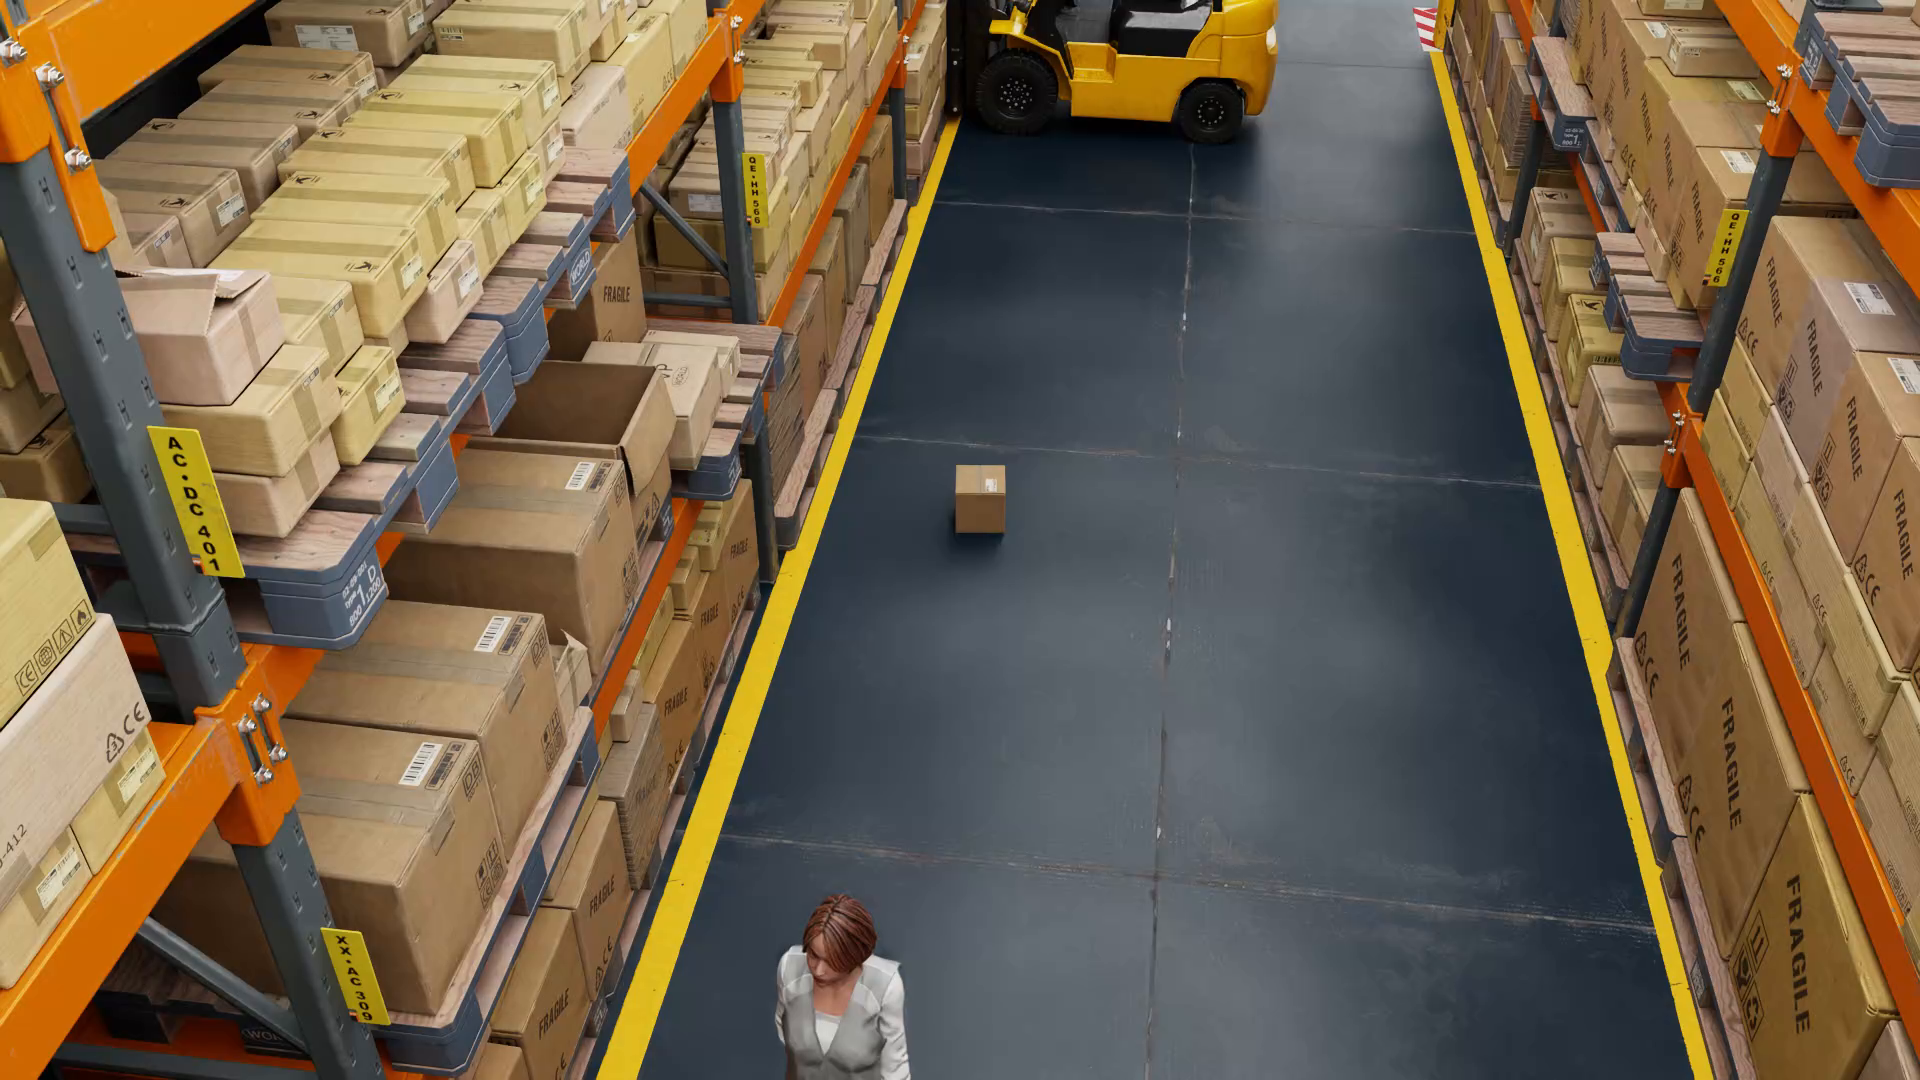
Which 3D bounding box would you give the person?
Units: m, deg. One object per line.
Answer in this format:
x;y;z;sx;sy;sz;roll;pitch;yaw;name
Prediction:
-0.339;1.660;4.829;0.414;1.648;0.576;4;37;6;person
